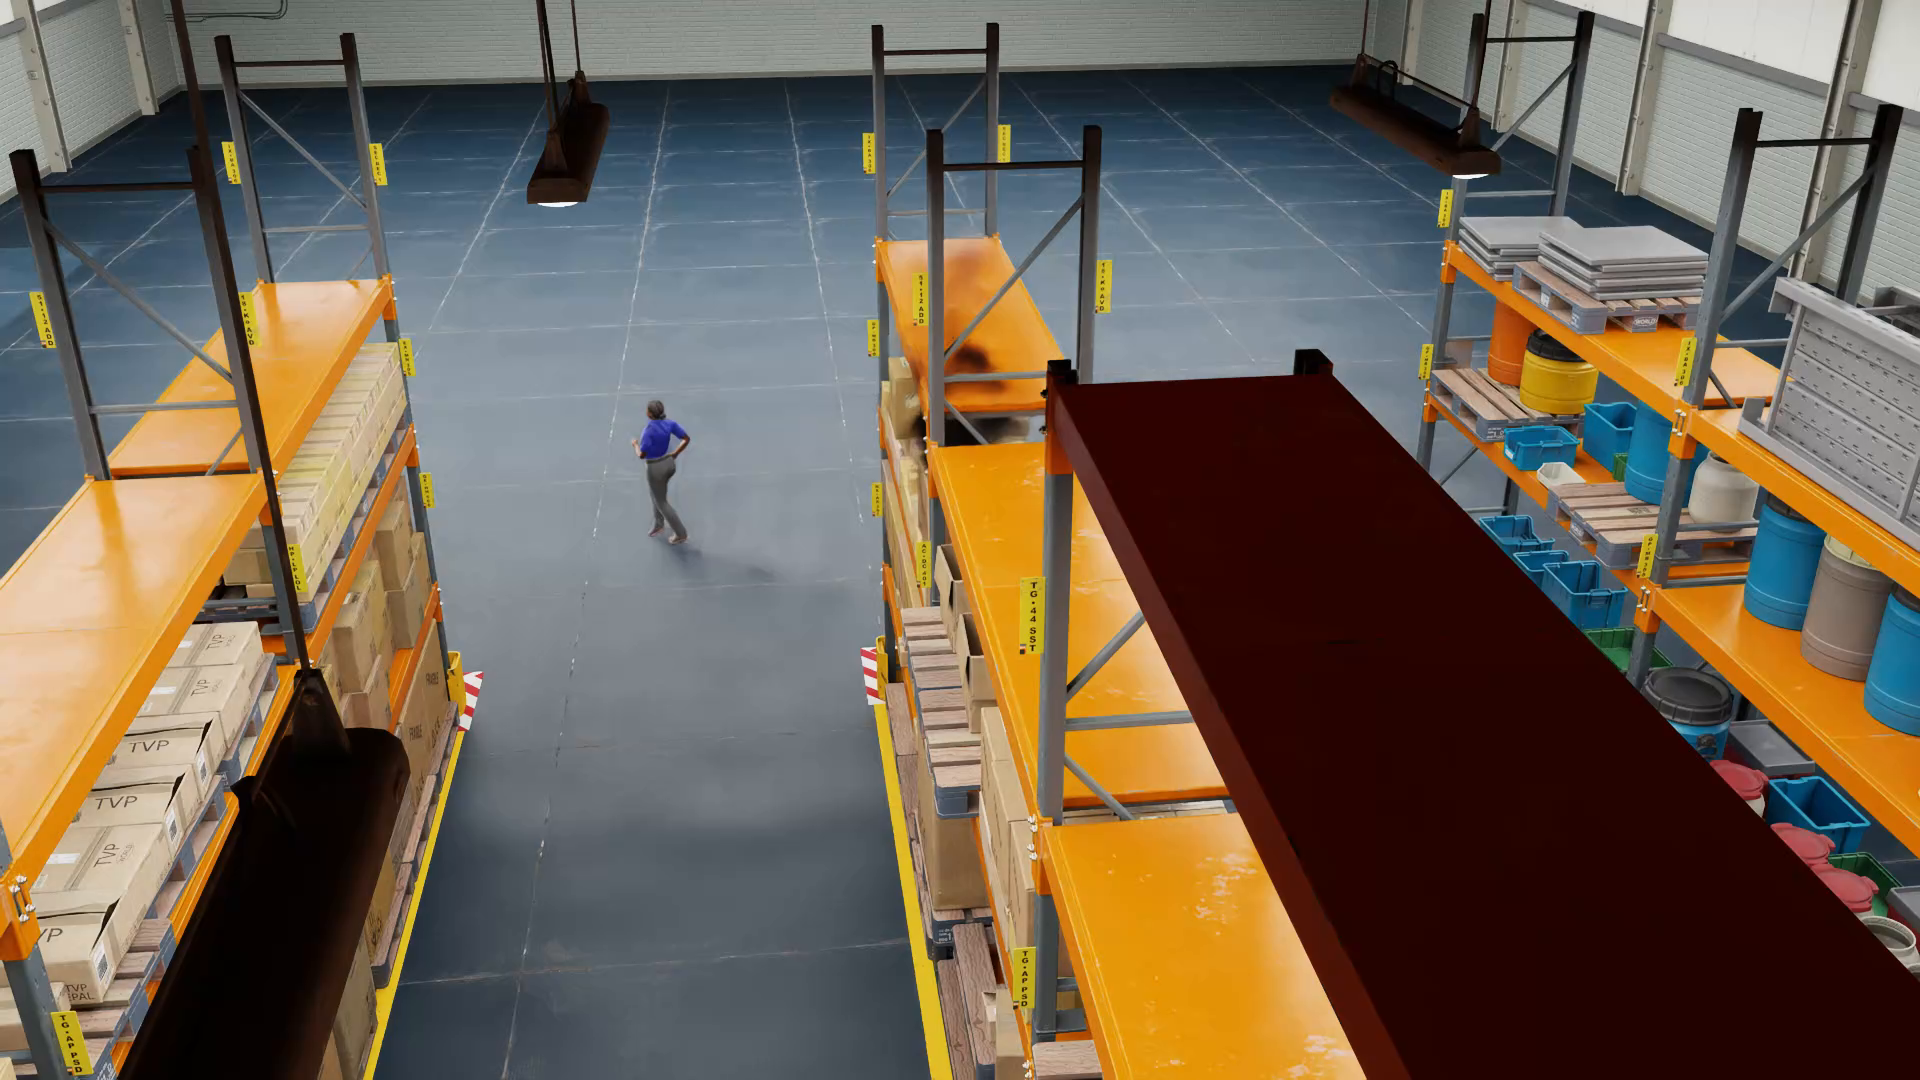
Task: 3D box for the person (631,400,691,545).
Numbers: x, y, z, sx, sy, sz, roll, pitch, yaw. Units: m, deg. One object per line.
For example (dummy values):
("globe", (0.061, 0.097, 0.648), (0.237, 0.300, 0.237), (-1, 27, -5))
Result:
("person", (-3.254, -0.723, 18.110), (0.711, 1.712, 0.560), (14, 29, 27))
